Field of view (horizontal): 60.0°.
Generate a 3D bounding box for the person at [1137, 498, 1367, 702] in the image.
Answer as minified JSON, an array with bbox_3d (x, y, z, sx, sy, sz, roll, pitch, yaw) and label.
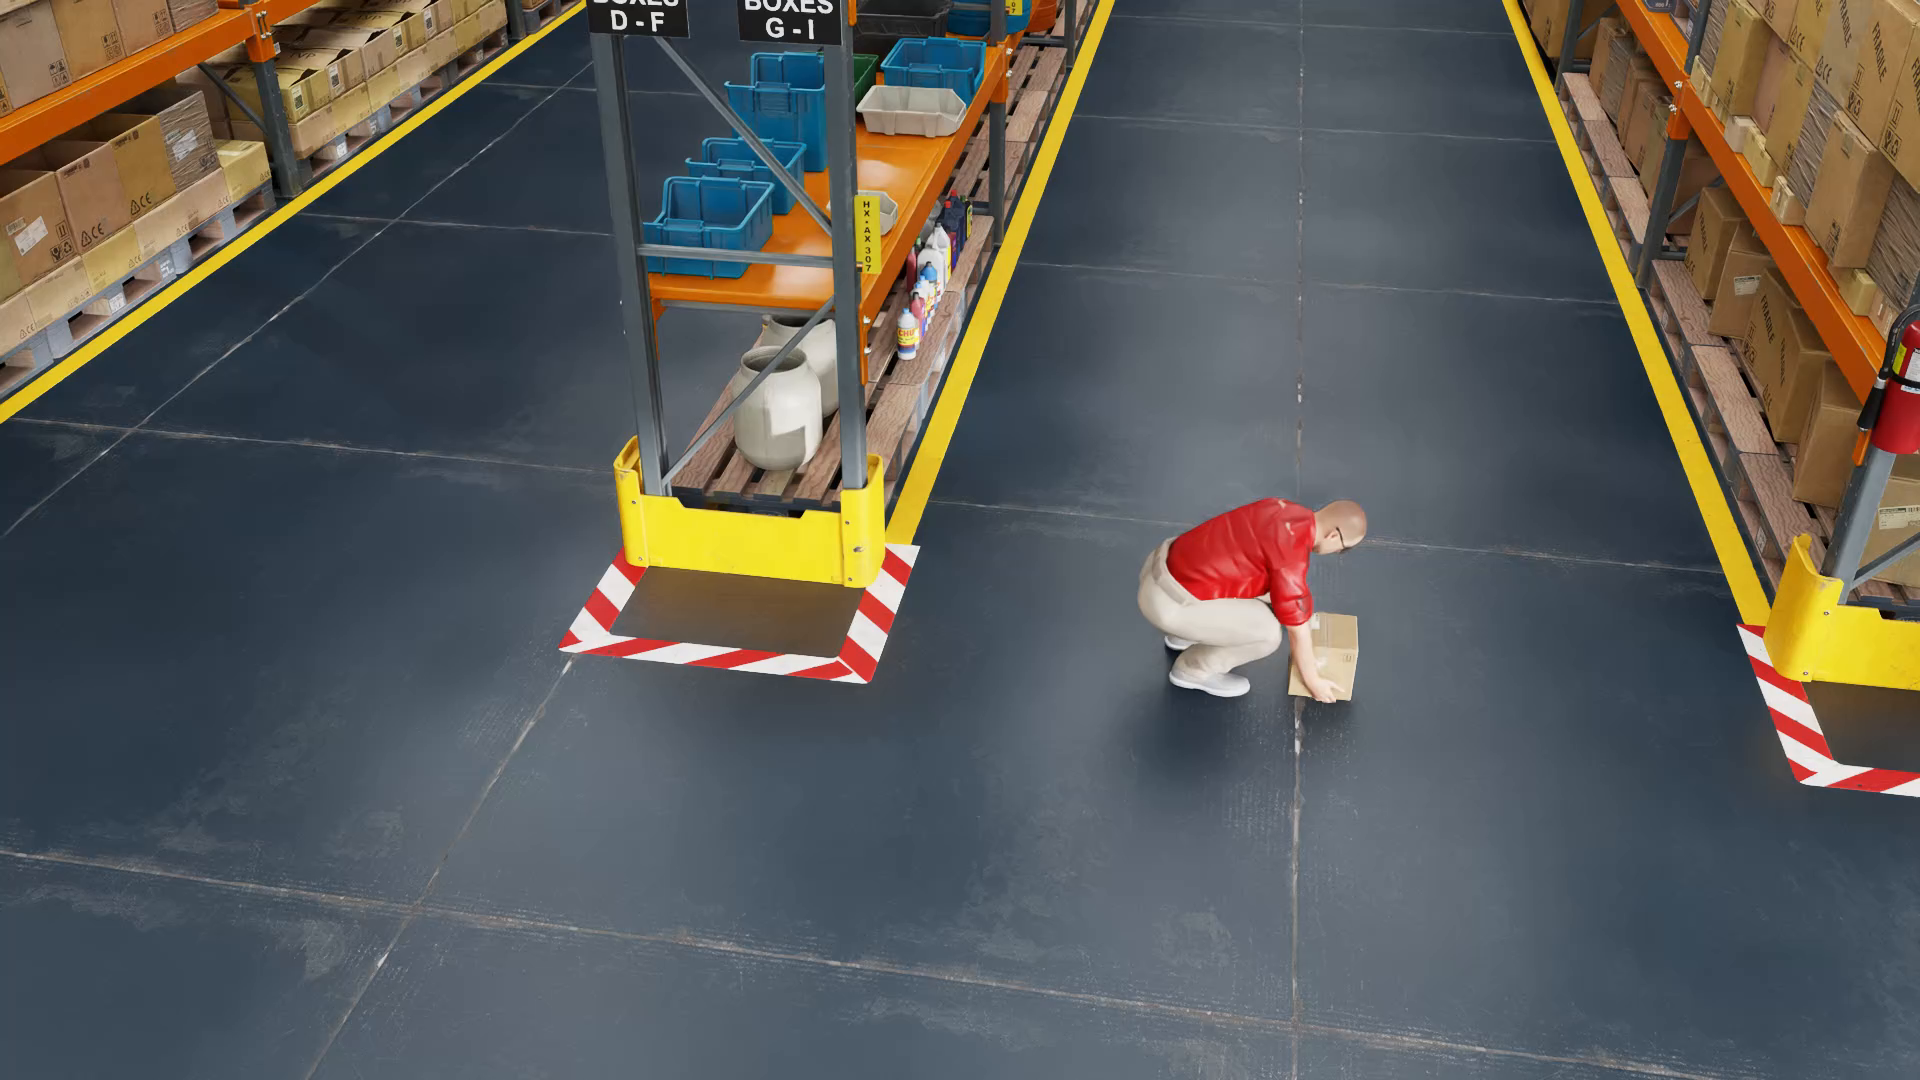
[{"bbox_3d":[1.158,0.210,6.719,0.872,0.857,0.529,5,33,8],"label":"person"}]
